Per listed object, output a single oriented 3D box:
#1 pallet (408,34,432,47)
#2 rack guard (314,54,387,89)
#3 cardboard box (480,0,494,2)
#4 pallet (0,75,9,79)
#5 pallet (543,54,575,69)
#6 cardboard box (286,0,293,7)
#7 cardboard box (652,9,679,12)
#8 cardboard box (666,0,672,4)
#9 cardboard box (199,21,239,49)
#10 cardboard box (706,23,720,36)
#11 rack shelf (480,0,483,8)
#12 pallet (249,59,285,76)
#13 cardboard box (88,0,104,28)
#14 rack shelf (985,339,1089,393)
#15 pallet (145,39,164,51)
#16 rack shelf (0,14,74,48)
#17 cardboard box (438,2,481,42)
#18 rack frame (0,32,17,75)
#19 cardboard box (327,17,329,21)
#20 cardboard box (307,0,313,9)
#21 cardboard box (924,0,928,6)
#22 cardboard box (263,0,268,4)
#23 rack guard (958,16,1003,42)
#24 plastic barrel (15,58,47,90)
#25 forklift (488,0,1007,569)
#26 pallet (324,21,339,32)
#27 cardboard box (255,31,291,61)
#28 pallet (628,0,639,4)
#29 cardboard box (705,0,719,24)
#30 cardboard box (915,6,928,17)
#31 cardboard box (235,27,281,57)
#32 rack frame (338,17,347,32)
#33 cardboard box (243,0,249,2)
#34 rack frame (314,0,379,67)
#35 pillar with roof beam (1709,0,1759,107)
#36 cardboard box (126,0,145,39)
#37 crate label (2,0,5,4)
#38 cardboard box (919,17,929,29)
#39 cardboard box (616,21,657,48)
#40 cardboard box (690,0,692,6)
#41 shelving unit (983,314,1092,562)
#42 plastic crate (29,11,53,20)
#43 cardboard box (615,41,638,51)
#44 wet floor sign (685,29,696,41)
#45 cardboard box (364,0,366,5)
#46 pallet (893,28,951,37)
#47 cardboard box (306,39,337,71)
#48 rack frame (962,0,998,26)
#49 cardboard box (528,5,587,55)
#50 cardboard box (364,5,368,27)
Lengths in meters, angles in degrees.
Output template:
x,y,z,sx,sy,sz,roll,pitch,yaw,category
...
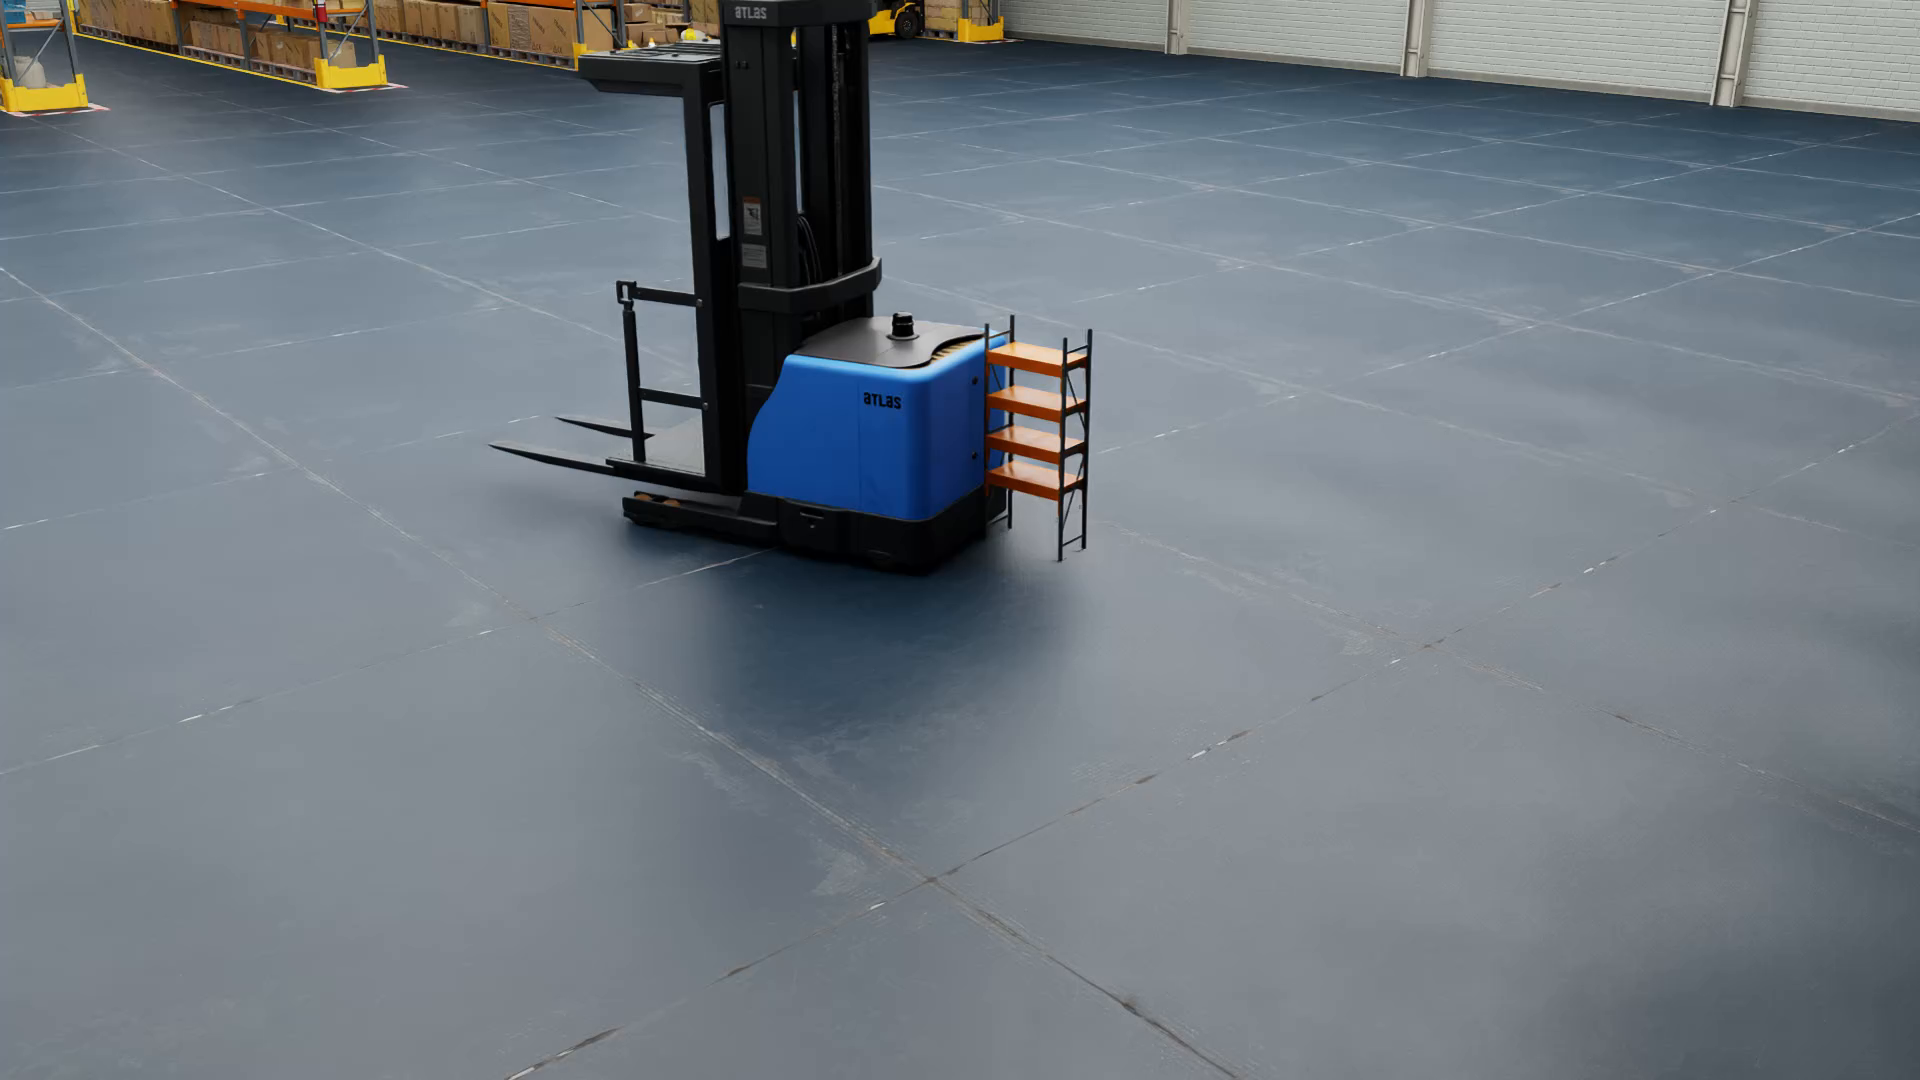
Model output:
x,y,z,sx,sy,sz,roll,pitch,yaw,category
-11.737,-11.319,37.594,1.003,0.211,1.213,-17,27,-37,pallet
-10.846,-8.347,29.610,1.175,0.500,0.348,-17,27,-37,rack guard
-12.623,-14.863,45.756,0.875,0.438,0.875,-17,27,-36,cardboard box
-16.753,-7.922,28.921,1.003,0.211,1.213,-17,27,-37,pallet
-7.554,-9.547,33.069,1.003,0.211,1.213,-17,27,-37,pallet
-11.967,-9.744,30.094,0.380,0.149,0.250,-17,27,-37,cardboard box
-7.171,-12.460,39.711,0.950,0.372,0.625,-16,27,-36,cardboard box
-8.183,-15.452,47.496,0.396,0.266,0.258,-16,27,-36,cardboard box
-15.194,-10.411,34.275,0.500,0.500,0.700,20,29,41,cardboard box
-5.362,-11.497,37.420,0.500,0.250,0.500,-16,26,-34,cardboard box
-10.889,-11.966,36.408,1.077,0.370,4.000,-17,27,-37,rack shelf
-12.942,-9.120,31.978,1.003,0.211,1.213,-17,27,-37,pallet
-20.168,-12.708,39.653,0.875,0.875,0.875,-17,27,-37,cardboard box
0.398,-0.898,8.554,0.480,0.148,0.258,16,26,35,rack shelf
-17.268,-10.975,36.714,1.003,0.211,1.213,-17,27,-37,pallet
-15.854,-8.529,27.632,1.077,0.370,4.000,-17,27,-37,rack shelf
-10.684,-11.314,36.265,1.050,0.750,0.750,-17,27,-37,cardboard box
-17.160,-9.416,28.912,1.000,3.000,0.127,-17,27,-37,rack frame
-15.648,-13.003,41.403,0.380,0.149,0.250,-19,28,-39,cardboard box
-11.302,-9.472,29.399,0.380,0.149,0.250,-17,27,-37,cardboard box
-0.743,-12.742,39.228,0.500,0.250,0.500,-17,27,-37,cardboard box
-12.660,-10.008,30.767,0.380,0.149,0.250,-17,27,-37,cardboard box
0.485,-11.861,38.582,1.175,0.500,0.348,-17,27,-37,rack guard
-15.036,-7.512,26.885,0.421,0.512,0.421,0,21,0,plastic barrel
-1.289,-1.577,8.992,3.031,2.935,1.130,11,24,25,forklift
-15.271,-12.837,41.470,1.003,0.211,1.213,-17,27,-37,pallet
-13.177,-9.507,31.995,0.500,0.500,0.500,-18,28,-39,cardboard box
-9.404,-15.913,49.323,1.003,0.211,1.213,-17,27,-37,pallet
-5.361,-11.846,37.283,0.500,0.500,0.500,-16,27,-35,cardboard box
-0.758,-12.519,39.342,0.500,0.250,0.500,-18,28,-39,cardboard box
-13.792,-9.811,32.744,0.500,0.500,0.700,20,29,41,cardboard box
-14.806,-13.958,40.509,1.000,3.000,0.127,-17,27,-37,rack frame
-13.342,-10.275,31.449,0.380,0.149,0.250,-17,27,-37,cardboard box
-10.796,-9.490,29.101,1.000,3.000,0.127,-17,27,-37,rack frame
9.185,-10.234,22.775,9.100,9.000,0.400,-17,27,-37,pillar with roof beam
-17.613,-11.593,36.807,1.225,0.875,0.875,-19,28,-39,cardboard box
-15.955,-8.772,27.218,0.502,0.435,0.616,-17,27,-37,crate label
-0.714,-12.282,39.423,0.500,0.250,0.500,-17,27,-37,cardboard box
-6.970,-10.889,35.909,0.797,0.637,0.503,-17,27,-37,cardboard box
-7.219,-15.192,46.509,0.500,0.500,0.500,-16,26,-35,cardboard box
0.398,-0.532,8.698,0.503,1.200,0.258,16,26,35,shelving unit
-14.889,-8.512,26.965,0.298,0.136,0.250,-17,27,-37,plastic crate
-7.067,-10.439,35.271,0.396,0.266,0.258,-12,25,-28,cardboard box
-5.454,-10.010,33.656,0.232,0.644,0.267,17,27,36,wet floor sign
-13.845,-12.784,39.333,0.500,0.250,0.500,-16,27,-35,cardboard box
-0.854,-12.272,40.026,1.003,0.211,1.213,-17,27,-37,pallet
-11.608,-8.855,30.331,0.500,0.500,0.500,-10,23,-24,cardboard box
0.469,-13.032,38.143,1.000,3.000,0.127,-17,27,-37,rack frame
-8.042,-10.263,33.412,0.875,0.875,0.875,-18,28,-38,cardboard box
-13.826,-12.435,39.472,0.500,0.500,0.500,-17,27,-37,cardboard box
